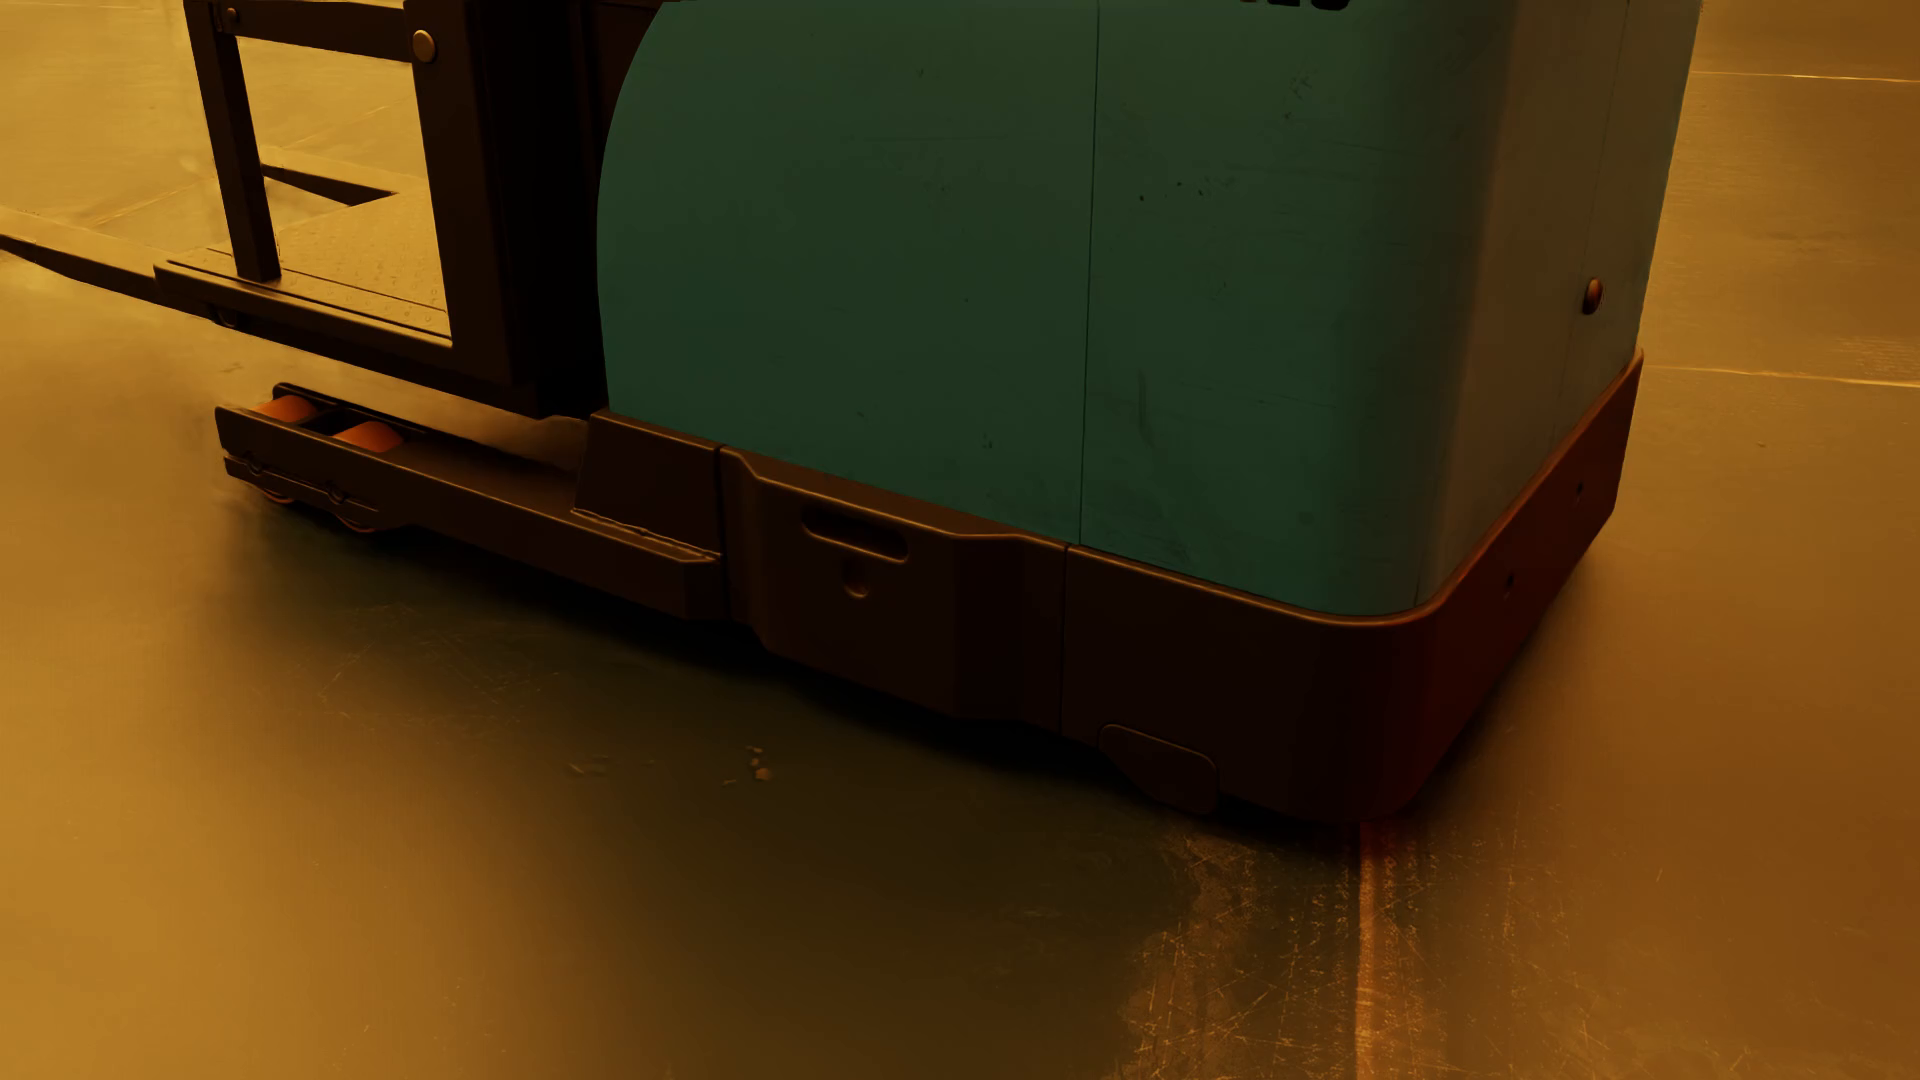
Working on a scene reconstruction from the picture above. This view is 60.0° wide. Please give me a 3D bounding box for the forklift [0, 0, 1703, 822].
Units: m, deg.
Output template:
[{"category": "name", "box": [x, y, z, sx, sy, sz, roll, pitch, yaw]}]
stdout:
[{"category": "forklift", "box": [-0.549, -1.499, 2.217, 3.031, 2.935, 1.130, 16, 31, 29]}]
